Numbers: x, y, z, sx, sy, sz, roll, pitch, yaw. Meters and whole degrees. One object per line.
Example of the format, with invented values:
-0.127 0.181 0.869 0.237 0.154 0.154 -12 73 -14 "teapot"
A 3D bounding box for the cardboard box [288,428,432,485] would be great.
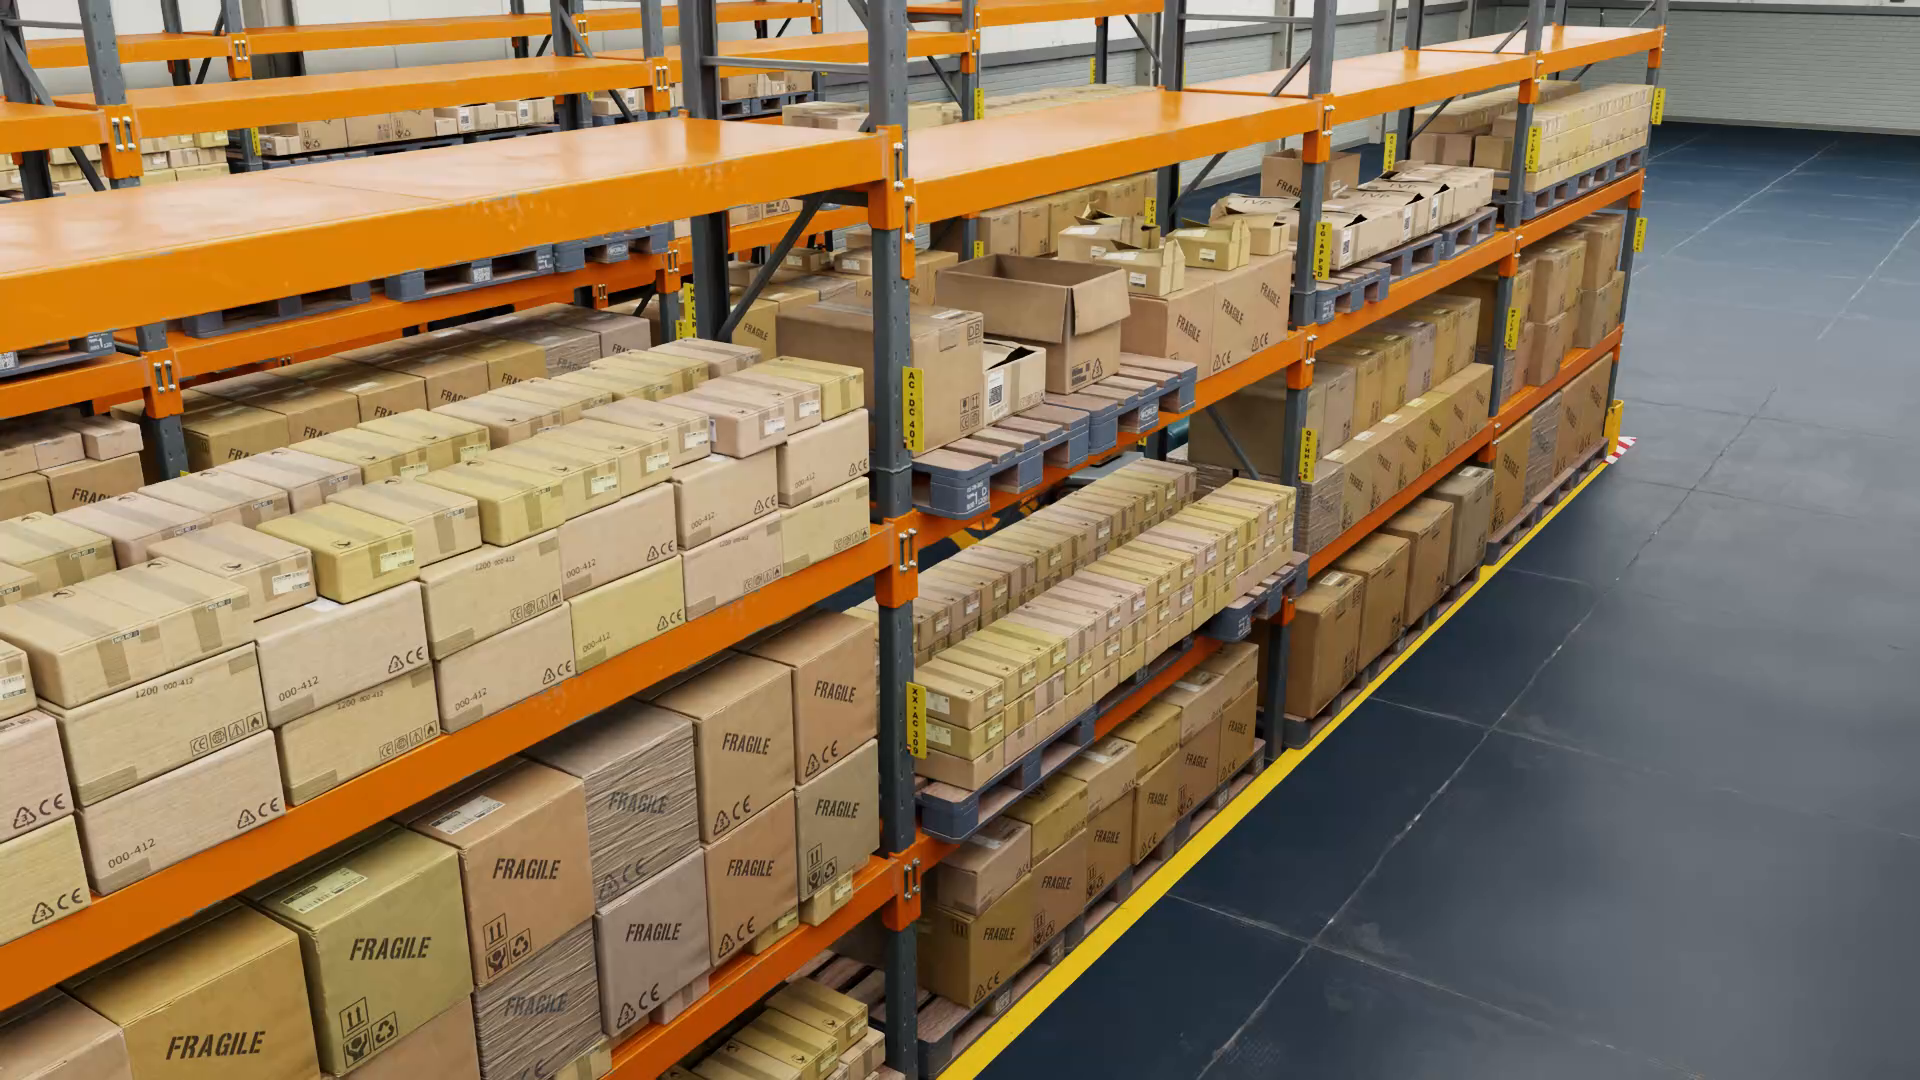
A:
-1.914 -0.232 5.312 0.380 0.149 0.250 12 24 30 "cardboard box"

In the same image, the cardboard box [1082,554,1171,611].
0.841 0.214 8.409 0.380 0.149 0.250 14 25 33 "cardboard box"

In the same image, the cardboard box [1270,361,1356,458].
2.157 -0.891 10.912 0.700 0.500 0.500 13 24 31 "cardboard box"

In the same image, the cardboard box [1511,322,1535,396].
4.350 -1.591 14.175 0.875 0.550 0.550 13 24 32 "cardboard box"

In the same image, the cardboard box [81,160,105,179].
-7.260 -3.098 13.783 0.380 0.149 0.250 14 24 32 "cardboard box"

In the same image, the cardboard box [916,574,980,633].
-0.126 0.307 8.158 0.380 0.149 0.250 13 24 32 "cardboard box"

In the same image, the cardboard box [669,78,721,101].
-3.214 -5.391 19.442 0.797 0.503 0.637 14 25 34 "cardboard box"

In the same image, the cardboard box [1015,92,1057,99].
0.794 -4.594 17.398 0.380 0.149 0.250 14 25 33 "cardboard box"

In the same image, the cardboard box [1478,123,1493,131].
4.211 -3.307 13.743 0.500 0.250 0.500 13 24 32 "cardboard box"

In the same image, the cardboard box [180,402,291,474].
-4.301 -0.478 9.795 0.500 0.500 0.500 14 24 32 "cardboard box"

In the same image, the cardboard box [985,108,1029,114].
0.436 -4.031 15.875 0.380 0.149 0.250 12 24 30 "cardboard box"

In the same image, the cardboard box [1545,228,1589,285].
5.210 -2.566 15.254 0.875 0.550 0.550 13 24 32 "cardboard box"

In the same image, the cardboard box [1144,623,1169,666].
0.841 0.495 8.508 0.380 0.149 0.250 12 23 29 "cardboard box"

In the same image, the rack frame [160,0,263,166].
-6.644 -4.820 14.472 1.000 3.000 0.127 13 24 32 "rack frame"

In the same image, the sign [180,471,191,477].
-4.326 -0.227 9.340 0.100 0.325 0.005 13 24 32 "sign"

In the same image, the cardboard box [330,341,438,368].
-3.878 -1.028 11.281 0.500 0.500 0.500 14 24 33 "cardboard box"

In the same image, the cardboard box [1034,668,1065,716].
0.256 0.654 7.649 0.380 0.149 0.250 14 24 33 "cardboard box"

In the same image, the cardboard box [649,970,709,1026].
-1.150 1.603 6.116 0.380 0.149 0.250 12 23 30 "cardboard box"

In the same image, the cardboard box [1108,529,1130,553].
0.736 0.006 9.401 0.380 0.149 0.250 13 24 32 "cardboard box"

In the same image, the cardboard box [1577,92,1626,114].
5.631 -3.851 14.641 0.380 0.149 0.250 13 24 32 "cardboard box"

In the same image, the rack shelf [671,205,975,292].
-1.413 -2.683 14.054 1.077 0.370 4.000 13 24 32 "rack shelf"

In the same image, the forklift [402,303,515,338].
-4.500 -1.364 13.874 3.031 2.935 1.130 4 21 11 "forklift"

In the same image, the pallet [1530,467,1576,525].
5.039 -0.497 15.452 1.003 0.211 1.213 13 24 32 "pallet"

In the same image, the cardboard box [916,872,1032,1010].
0.000 1.860 8.059 0.500 0.500 0.500 14 25 34 "cardboard box"

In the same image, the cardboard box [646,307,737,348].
-2.093 -1.507 12.984 0.500 0.500 0.500 12 24 30 "cardboard box"

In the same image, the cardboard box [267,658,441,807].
-1.841 0.476 4.693 0.500 0.250 0.500 12 24 30 "cardboard box"

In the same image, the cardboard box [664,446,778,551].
-0.986 -0.197 5.794 0.500 0.250 0.500 12 24 30 "cardboard box"

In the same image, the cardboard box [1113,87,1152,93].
1.837 -4.777 17.891 0.380 0.149 0.250 14 24 33 "cardboard box"

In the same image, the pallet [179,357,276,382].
-6.967 -1.708 14.983 1.213 0.211 1.003 13 24 32 "pallet"

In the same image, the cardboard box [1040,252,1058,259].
0.745 -2.735 16.911 0.500 0.500 0.500 13 24 31 "cardboard box"

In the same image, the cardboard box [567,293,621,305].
-4.279 -2.709 19.330 0.500 0.250 0.500 14 24 33 "cardboard box"

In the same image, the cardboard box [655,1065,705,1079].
-1.075 2.272 6.594 0.380 0.149 0.250 14 25 34 "cardboard box"

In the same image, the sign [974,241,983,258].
0.172 -2.623 15.511 0.100 0.325 0.005 13 24 32 "sign"

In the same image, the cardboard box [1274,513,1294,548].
1.712 -0.091 9.663 0.380 0.149 0.250 14 24 33 "cardboard box"

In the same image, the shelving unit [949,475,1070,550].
0.584 -0.658 13.943 0.587 1.500 1.083 45 34 9 "shelving unit"

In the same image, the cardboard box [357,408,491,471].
-1.778 -0.309 5.522 0.380 0.149 0.250 15 25 34 "cardboard box"

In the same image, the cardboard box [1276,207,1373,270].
2.202 -1.877 10.217 0.500 0.311 0.500 13 24 32 "cardboard box"

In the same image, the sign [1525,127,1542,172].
4.316 -2.945 12.527 0.100 0.325 0.005 13 24 32 "sign"

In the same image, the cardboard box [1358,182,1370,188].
3.074 -2.534 12.229 0.250 0.149 0.380 13 24 32 "cardboard box"

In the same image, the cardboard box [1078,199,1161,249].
0.868 -1.705 9.128 0.396 0.266 0.258 13 24 32 "cardboard box"

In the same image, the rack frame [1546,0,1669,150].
6.111 -5.212 15.532 1.000 3.000 0.127 13 24 32 "rack frame"

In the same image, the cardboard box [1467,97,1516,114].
4.514 -3.687 14.195 0.380 0.149 0.250 13 24 31 "cardboard box"

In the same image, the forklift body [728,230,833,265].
-1.704 -3.004 19.433 2.313 2.155 1.214 13 24 32 "forklift body"

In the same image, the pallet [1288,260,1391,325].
1.932 -1.616 10.407 1.213 0.211 1.003 15 25 34 "pallet"

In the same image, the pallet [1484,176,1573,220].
4.331 -2.849 13.594 1.003 0.211 1.213 13 24 32 "pallet"

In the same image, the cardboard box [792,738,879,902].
-0.673 1.052 6.671 0.500 0.500 0.500 13 24 32 "cardboard box"

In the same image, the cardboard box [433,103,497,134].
-5.033 -4.287 16.735 0.500 0.311 0.500 12 24 30 "cardboard box"

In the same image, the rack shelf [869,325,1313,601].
0.489 -0.599 8.420 1.077 0.370 4.000 13 24 32 "rack shelf"

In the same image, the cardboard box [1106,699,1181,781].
0.872 1.058 9.146 0.500 0.250 0.500 14 24 33 "cardboard box"

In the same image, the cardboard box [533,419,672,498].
-1.164 -0.270 5.414 0.380 0.149 0.250 12 24 30 "cardboard box"

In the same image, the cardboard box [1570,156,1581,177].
4.918 -3.114 13.796 0.380 0.149 0.250 13 24 31 "cardboard box"

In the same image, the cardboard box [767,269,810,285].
-1.640 -2.059 14.478 0.500 0.500 0.500 12 24 30 "cardboard box"

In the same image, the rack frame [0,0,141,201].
-4.786 -2.705 8.755 1.000 3.000 0.127 13 24 32 "rack frame"

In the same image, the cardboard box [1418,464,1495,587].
3.587 -0.197 13.258 1.050 0.750 0.750 13 24 32 "cardboard box"
